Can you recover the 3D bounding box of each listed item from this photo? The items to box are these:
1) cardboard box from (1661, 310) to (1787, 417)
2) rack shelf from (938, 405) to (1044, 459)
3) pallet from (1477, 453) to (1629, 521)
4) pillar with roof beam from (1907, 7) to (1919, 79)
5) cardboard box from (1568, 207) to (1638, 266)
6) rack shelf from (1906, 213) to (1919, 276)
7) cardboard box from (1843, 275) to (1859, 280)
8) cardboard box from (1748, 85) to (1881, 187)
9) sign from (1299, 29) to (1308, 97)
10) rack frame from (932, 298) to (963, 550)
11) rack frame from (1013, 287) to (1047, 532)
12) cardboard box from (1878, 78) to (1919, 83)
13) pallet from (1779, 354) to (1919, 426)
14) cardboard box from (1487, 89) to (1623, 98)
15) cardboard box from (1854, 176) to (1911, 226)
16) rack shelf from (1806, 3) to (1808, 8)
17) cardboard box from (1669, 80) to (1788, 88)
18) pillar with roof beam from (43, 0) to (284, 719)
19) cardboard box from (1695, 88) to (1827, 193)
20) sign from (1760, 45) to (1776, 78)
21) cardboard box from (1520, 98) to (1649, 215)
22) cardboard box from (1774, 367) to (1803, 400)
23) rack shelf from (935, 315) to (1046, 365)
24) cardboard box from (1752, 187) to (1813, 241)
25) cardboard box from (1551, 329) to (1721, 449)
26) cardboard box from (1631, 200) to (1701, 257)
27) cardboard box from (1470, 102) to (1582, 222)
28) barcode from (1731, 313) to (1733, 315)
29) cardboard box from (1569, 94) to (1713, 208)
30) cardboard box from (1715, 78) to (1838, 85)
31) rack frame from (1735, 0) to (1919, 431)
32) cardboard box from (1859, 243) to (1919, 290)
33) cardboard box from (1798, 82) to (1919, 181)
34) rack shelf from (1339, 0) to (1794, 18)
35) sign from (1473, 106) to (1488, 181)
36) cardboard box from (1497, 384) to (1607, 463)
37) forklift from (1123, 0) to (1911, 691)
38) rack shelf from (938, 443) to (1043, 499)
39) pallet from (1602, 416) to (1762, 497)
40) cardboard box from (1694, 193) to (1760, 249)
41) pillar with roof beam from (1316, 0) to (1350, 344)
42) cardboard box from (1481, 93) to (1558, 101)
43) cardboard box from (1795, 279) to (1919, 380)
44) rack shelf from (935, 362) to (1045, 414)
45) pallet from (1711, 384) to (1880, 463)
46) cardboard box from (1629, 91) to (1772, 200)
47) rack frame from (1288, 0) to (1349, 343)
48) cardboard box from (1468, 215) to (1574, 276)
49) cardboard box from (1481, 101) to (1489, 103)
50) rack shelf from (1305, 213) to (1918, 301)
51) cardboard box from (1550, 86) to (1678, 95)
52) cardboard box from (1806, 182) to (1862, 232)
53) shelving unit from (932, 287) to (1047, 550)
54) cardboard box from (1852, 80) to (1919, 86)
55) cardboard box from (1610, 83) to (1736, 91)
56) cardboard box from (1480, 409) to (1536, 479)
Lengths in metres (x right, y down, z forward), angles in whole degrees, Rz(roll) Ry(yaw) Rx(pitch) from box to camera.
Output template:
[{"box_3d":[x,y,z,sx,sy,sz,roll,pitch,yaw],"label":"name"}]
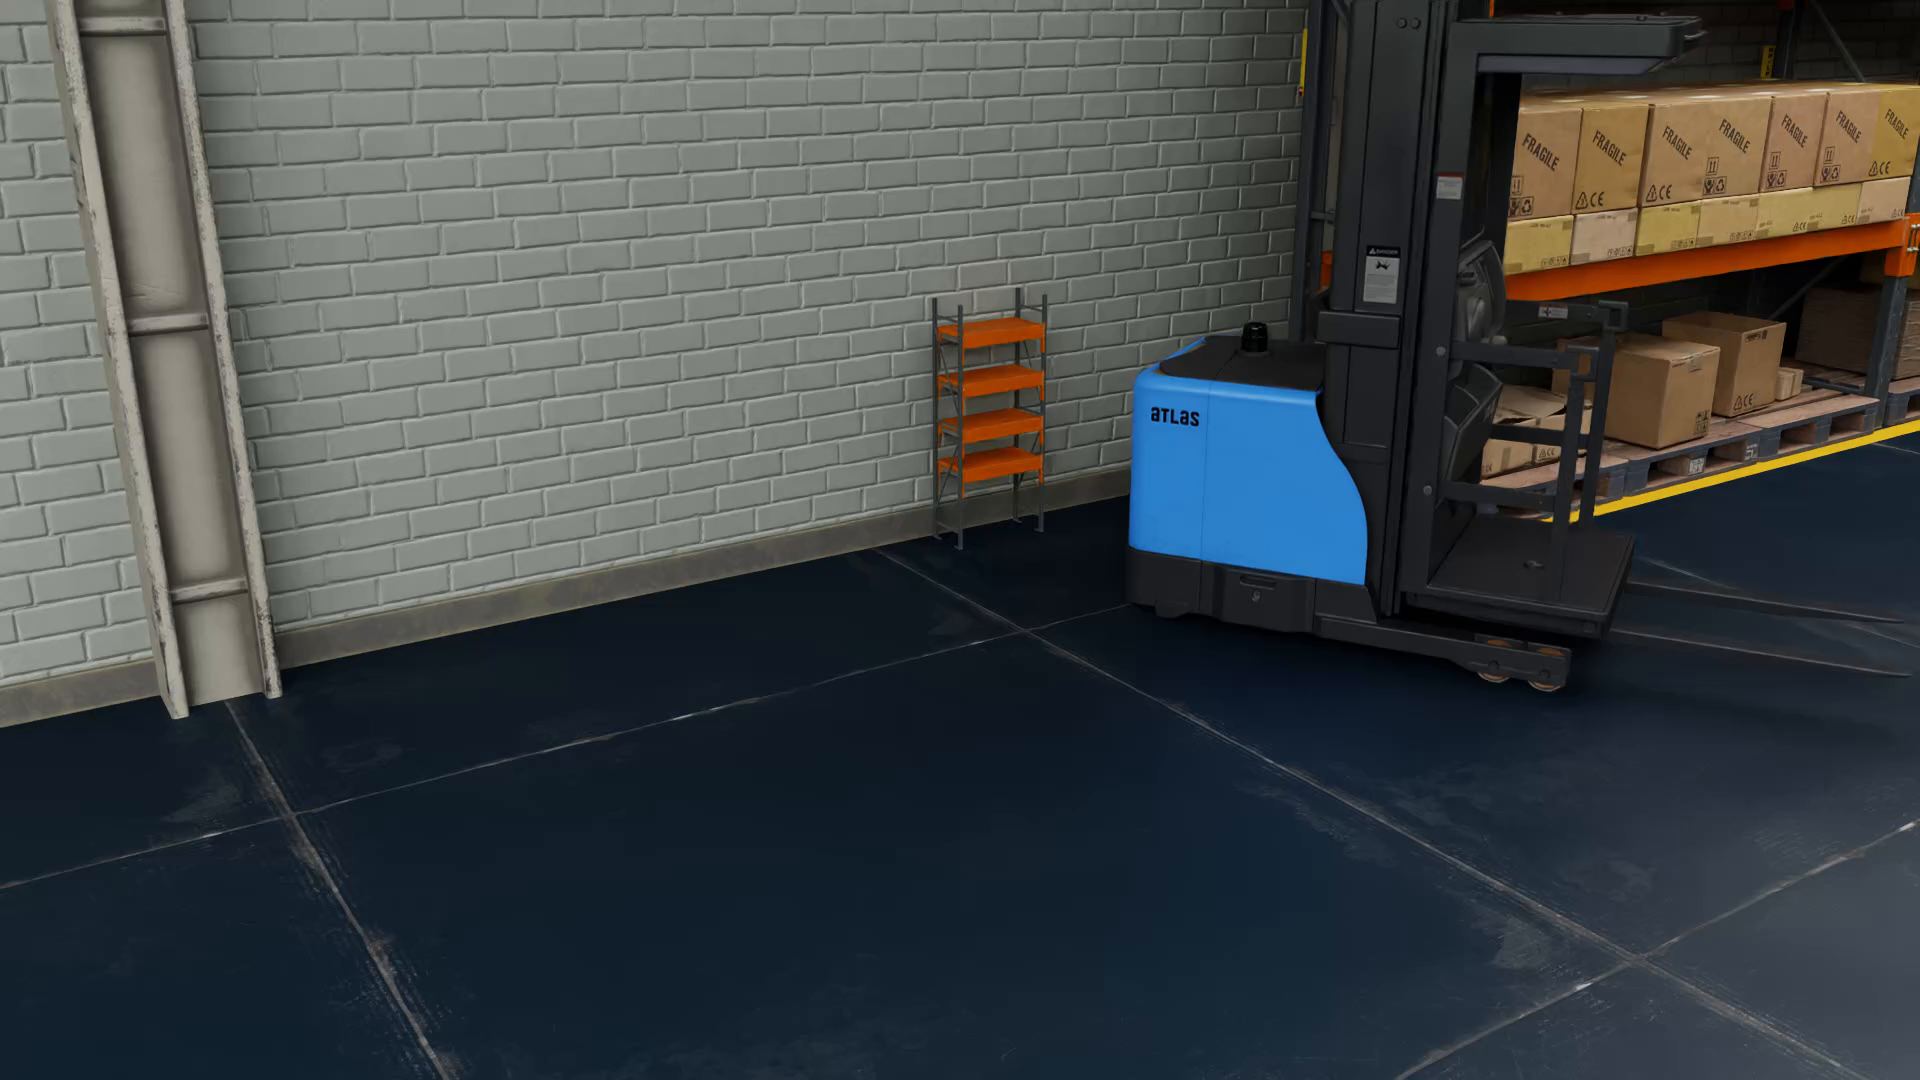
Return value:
[{"box_3d":[4.522,-1.060,9.912,0.500,0.500,0.500,-14,23,-35],"label":"cardboard box"},{"box_3d":[0.144,-0.532,8.155,0.480,0.148,0.258,-12,22,-32],"label":"rack shelf"},{"box_3d":[2.787,-0.351,8.952,1.213,0.211,1.003,-12,22,-31],"label":"pallet"},{"box_3d":[9.513,-4.627,7.879,0.400,9.000,9.100,-12,22,-31],"label":"pillar with roof beam"},{"box_3d":[3.034,-1.559,8.377,0.500,0.250,0.500,-13,22,-33],"label":"cardboard box"},{"box_3d":[7.037,-2.241,11.312,4.000,0.370,1.077,-12,22,-31],"label":"rack shelf"},{"box_3d":[6.376,-1.492,11.190,0.500,0.500,0.700,-12,22,-32],"label":"cardboard box"},{"box_3d":[4.728,-2.267,9.300,0.500,0.500,0.500,-12,22,-32],"label":"cardboard box"},{"box_3d":[1.737,-2.375,8.284,0.005,0.325,0.100,-12,22,-31],"label":"sign"},{"box_3d":[-0.059,-0.552,8.004,0.015,1.200,0.240,-12,22,-32],"label":"rack frame"},{"box_3d":[0.346,-0.639,8.262,0.015,1.200,0.240,-12,22,-32],"label":"rack frame"},{"box_3d":[6.281,-2.662,10.592,0.500,0.500,0.700,-9,21,-26],"label":"cardboard box"},{"box_3d":[6.016,-1.046,11.008,1.213,0.211,1.003,-12,22,-31],"label":"pallet"},{"box_3d":[3.158,-2.136,8.913,0.500,0.500,0.500,-13,22,-33],"label":"cardboard box"},{"box_3d":[5.138,-2.003,9.689,0.500,0.250,0.500,-12,22,-31],"label":"cardboard box"},{"box_3d":[7.037,-3.662,10.832,4.000,0.370,1.077,-12,22,-31],"label":"rack shelf"},{"box_3d":[4.425,-2.406,9.709,0.500,0.500,0.500,-12,22,-32],"label":"cardboard box"},{"box_3d":[-0.509,-2.513,1.627,0.400,9.000,9.100,-12,22,-31],"label":"pillar with roof beam"},{"box_3d":[4.302,-2.182,9.046,0.500,0.500,0.500,-13,22,-33],"label":"cardboard box"},{"box_3d":[5.058,-2.925,10.407,0.005,0.325,0.100,-12,22,-31],"label":"sign"},{"box_3d":[3.008,-1.906,8.232,0.500,0.500,0.500,-12,22,-31],"label":"cardboard box"},{"box_3d":[4.936,-0.993,10.236,0.250,0.166,0.380,-16,24,-38],"label":"cardboard box"},{"box_3d":[0.144,-0.968,8.007,0.480,0.148,0.258,-12,22,-32],"label":"rack shelf"},{"box_3d":[4.305,-1.825,9.162,0.500,0.250,0.500,-12,22,-32],"label":"cardboard box"},{"box_3d":[3.770,-0.863,9.330,0.500,0.500,0.700,-14,23,-35],"label":"cardboard box"},{"box_3d":[3.463,-1.647,8.637,0.500,0.250,0.500,-12,22,-32],"label":"cardboard box"},{"box_3d":[2.590,-1.822,7.983,0.500,0.500,0.500,-12,22,-31],"label":"cardboard box"},{"box_3d":[4.784,-1.374,10.342,0.075,0.075,0.001,-12,22,-31],"label":"barcode"},{"box_3d":[3.443,-1.996,8.496,0.500,0.500,0.500,-13,22,-33],"label":"cardboard box"},{"box_3d":[4.859,-2.496,9.976,0.500,0.500,0.500,-13,22,-33],"label":"cardboard box"},{"box_3d":[5.367,-2.229,10.155,0.127,3.000,1.000,-12,22,-31],"label":"rack frame"},{"box_3d":[6.338,-1.821,10.994,0.500,0.250,0.500,-12,22,-33],"label":"cardboard box"},{"box_3d":[5.142,-2.357,9.565,0.500,0.500,0.500,-12,22,-32],"label":"cardboard box"},{"box_3d":[3.696,-2.957,8.748,4.000,0.370,1.077,-12,22,-31],"label":"rack shelf"},{"box_3d":[2.324,-1.790,7.503,0.005,0.325,0.100,-12,22,-31],"label":"sign"},{"box_3d":[3.129,-0.657,9.017,0.500,0.311,0.500,-10,21,-27],"label":"cardboard box"},{"box_3d":[2.269,-0.991,6.600,3.031,2.935,1.130,9,21,25],"label":"forklift"},{"box_3d":[0.144,-0.344,8.218,0.480,0.148,0.258,-12,22,-32],"label":"rack shelf"},{"box_3d":[3.805,-0.564,9.584,1.213,0.211,1.003,-12,22,-31],"label":"pallet"},{"box_3d":[3.886,-1.736,8.899,0.500,0.250,0.500,-12,22,-31],"label":"cardboard box"},{"box_3d":[4.502,-3.570,4.753,0.400,9.000,9.100,-12,22,-31],"label":"pillar with roof beam"},{"box_3d":[2.728,-2.044,8.640,0.500,0.500,0.500,-12,22,-31],"label":"cardboard box"},{"box_3d":[5.972,-1.388,10.881,0.500,0.500,0.700,-11,22,-30],"label":"cardboard box"},{"box_3d":[0.144,-0.744,8.083,0.480,0.148,0.258,-12,22,-32],"label":"rack shelf"},{"box_3d":[4.825,-0.780,10.224,1.213,0.211,1.003,-12,22,-31],"label":"pallet"},{"box_3d":[3.868,-2.090,8.775,0.500,0.500,0.500,-11,22,-30],"label":"cardboard box"},{"box_3d":[2.026,-1.525,8.071,0.127,3.000,1.000,-12,22,-31],"label":"rack frame"},{"box_3d":[2.608,-1.464,8.095,0.500,0.250,0.500,-13,22,-33],"label":"cardboard box"},{"box_3d":[2.303,-1.958,8.385,0.500,0.500,0.500,-12,22,-32],"label":"cardboard box"},{"box_3d":[3.696,-1.536,9.228,4.000,0.370,1.077,-12,22,-31],"label":"rack shelf"},{"box_3d":[3.578,-2.225,9.175,0.500,0.500,0.500,-12,22,-31],"label":"cardboard box"},{"box_3d":[4.717,-1.918,9.436,0.500,0.250,0.500,-12,22,-31],"label":"cardboard box"},{"box_3d":[0.144,-0.596,8.133,0.503,1.200,0.258,-12,22,-32],"label":"shelving unit"},{"box_3d":[5.810,-2.565,10.307,0.500,0.500,0.700,-12,22,-31],"label":"cardboard box"},{"box_3d":[4.006,-2.319,9.454,0.500,0.500,0.500,-11,22,-30],"label":"cardboard box"},{"box_3d":[2.653,-0.557,8.720,0.500,0.311,0.500,-15,24,-37],"label":"cardboard box"}]
